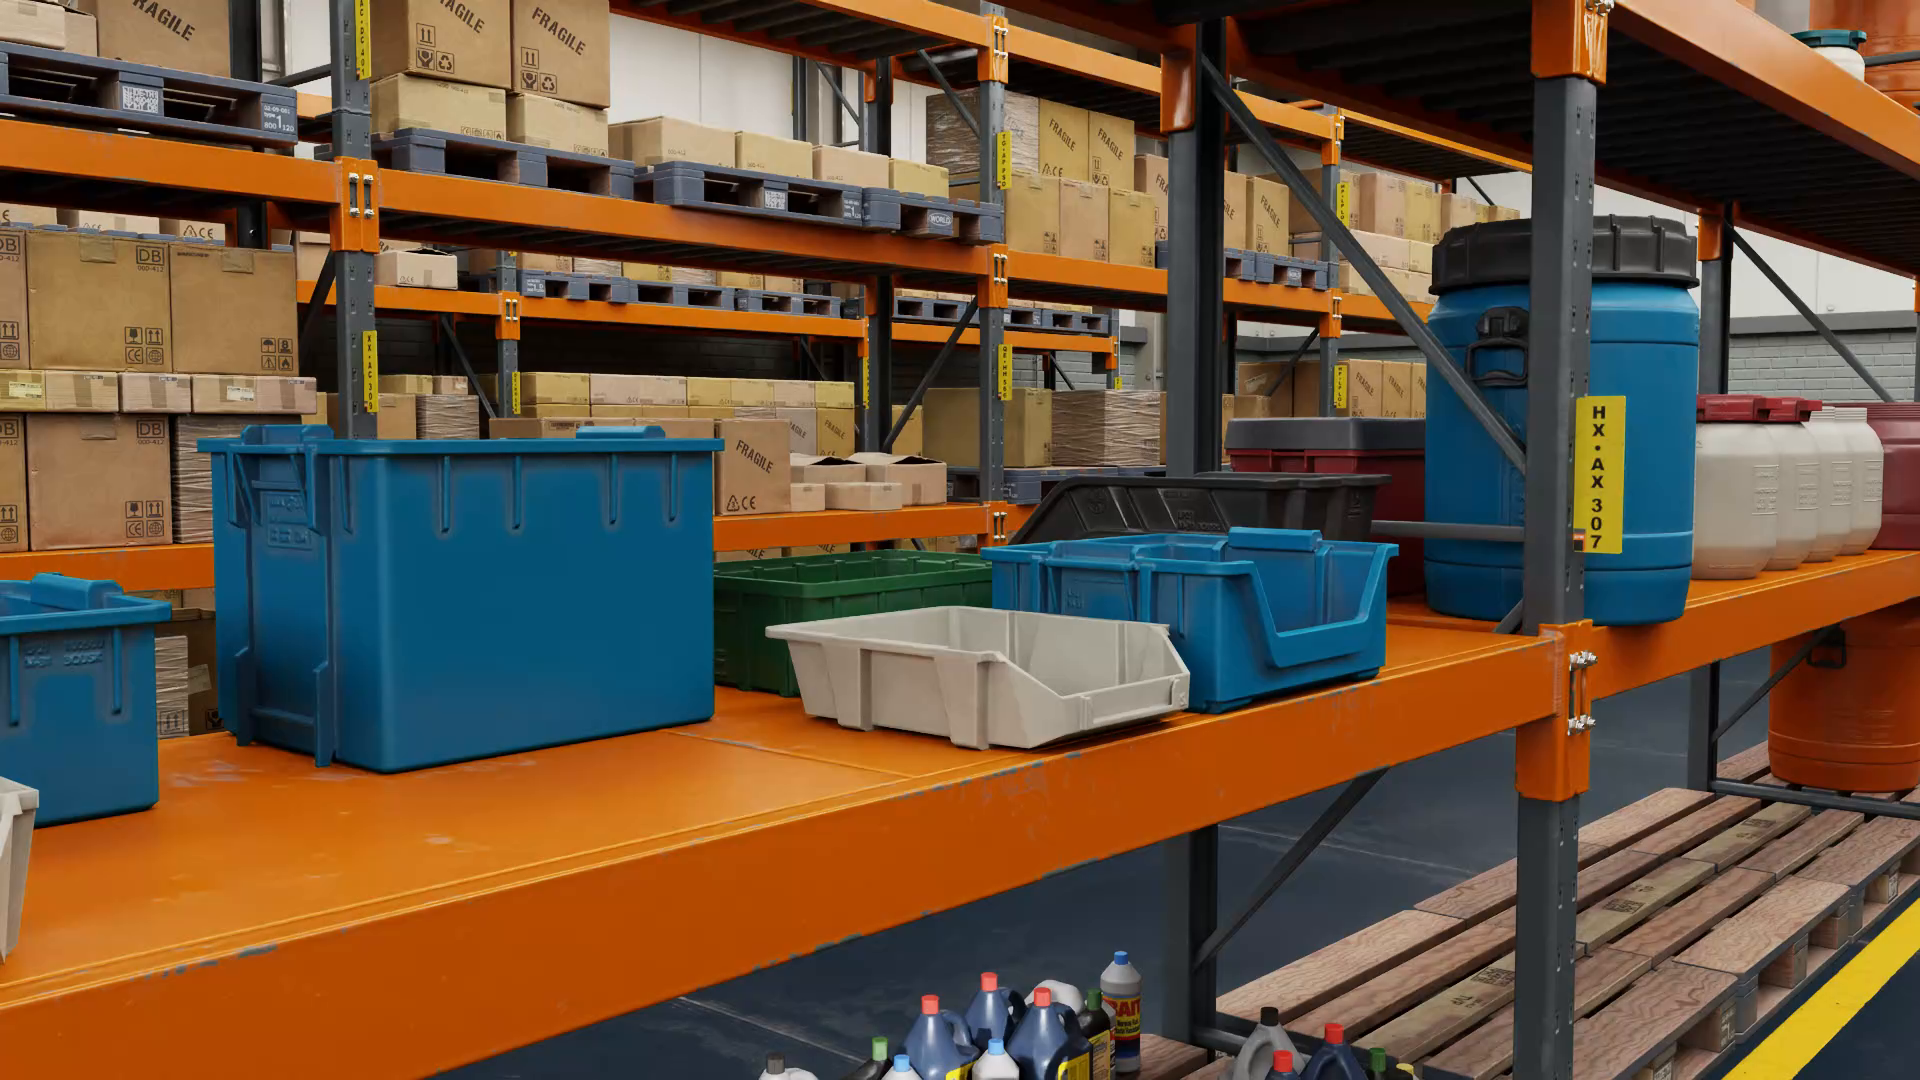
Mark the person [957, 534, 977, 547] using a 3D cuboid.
[{"bbox_3d":[0.176,-0.116,15.799,0.531,1.659,0.398,3,5,37],"label":"person"}]
